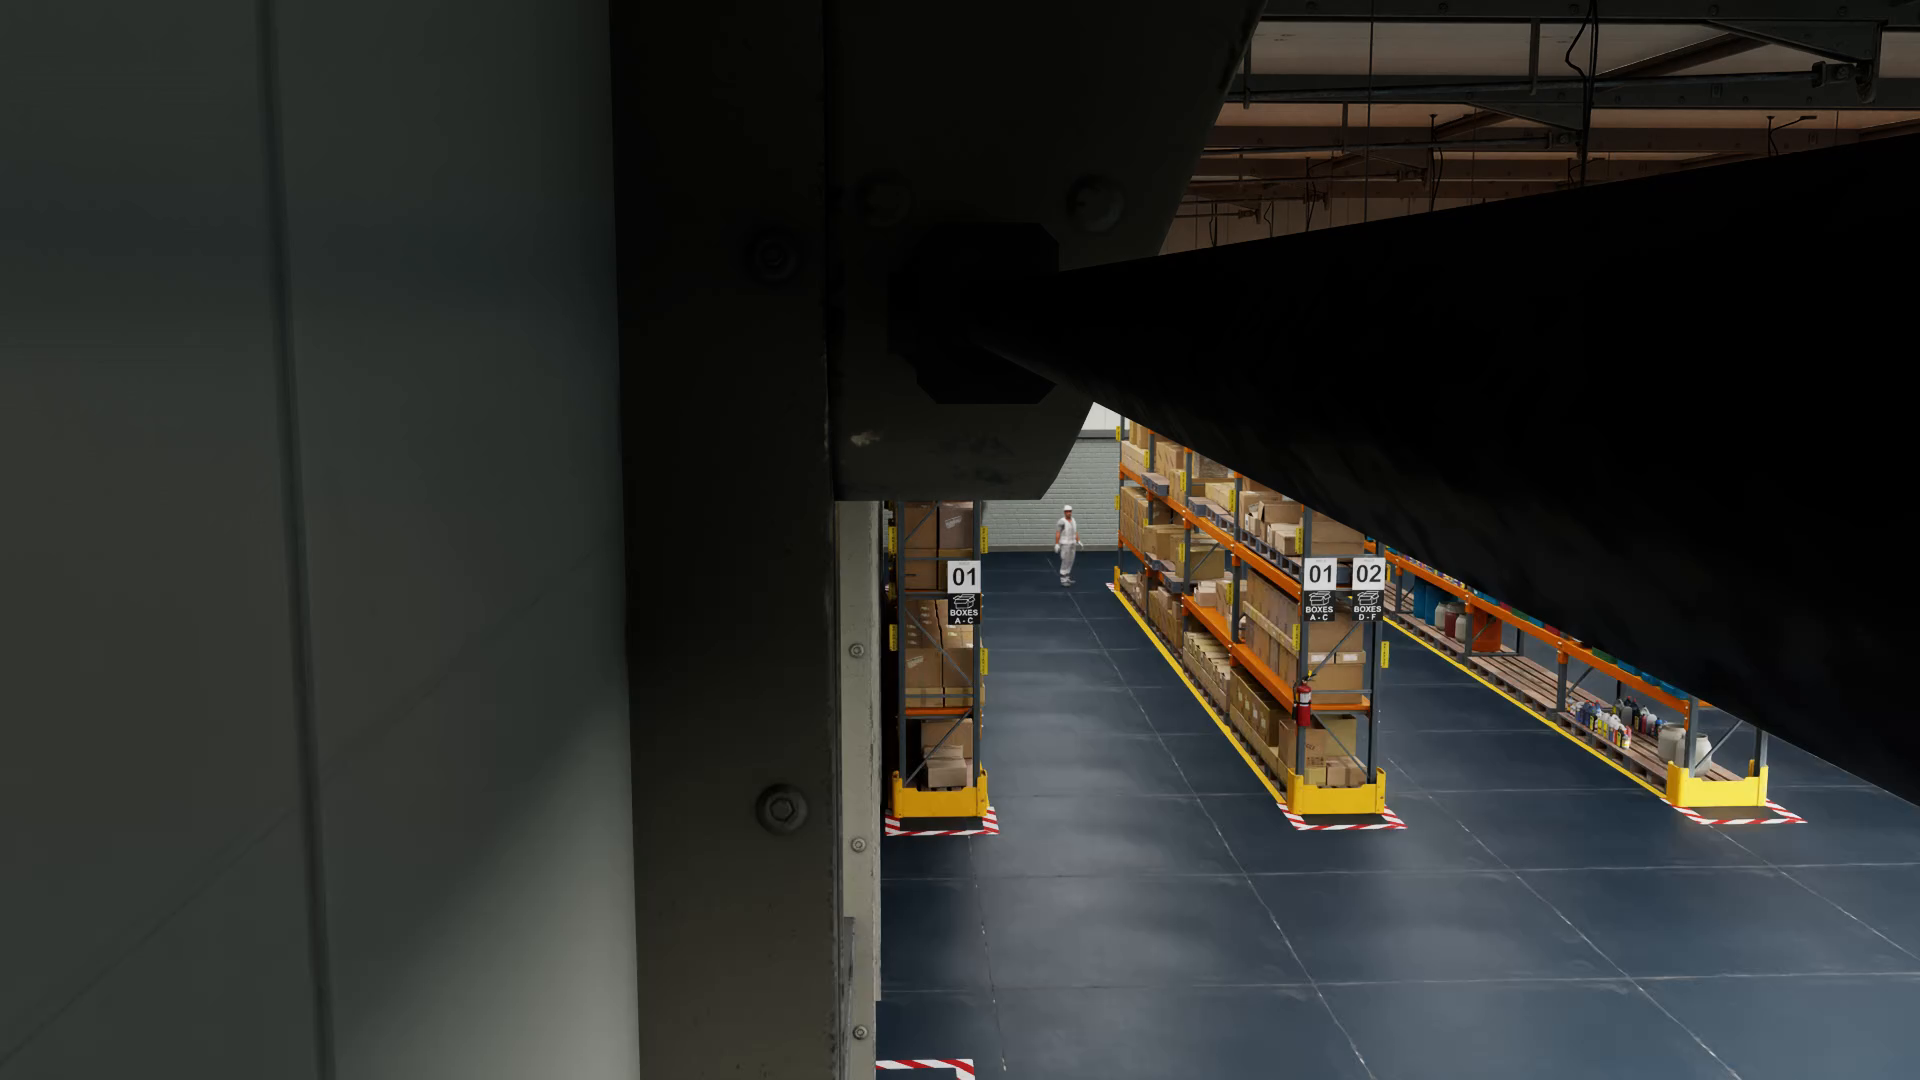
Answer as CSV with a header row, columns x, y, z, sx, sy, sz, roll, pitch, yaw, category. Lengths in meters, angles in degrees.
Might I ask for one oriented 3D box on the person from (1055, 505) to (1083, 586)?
x,y,z,sx,sy,sz,roll,pitch,yaw,category
2.438,0.113,37.024,0.391,1.791,0.652,7,11,41,person
